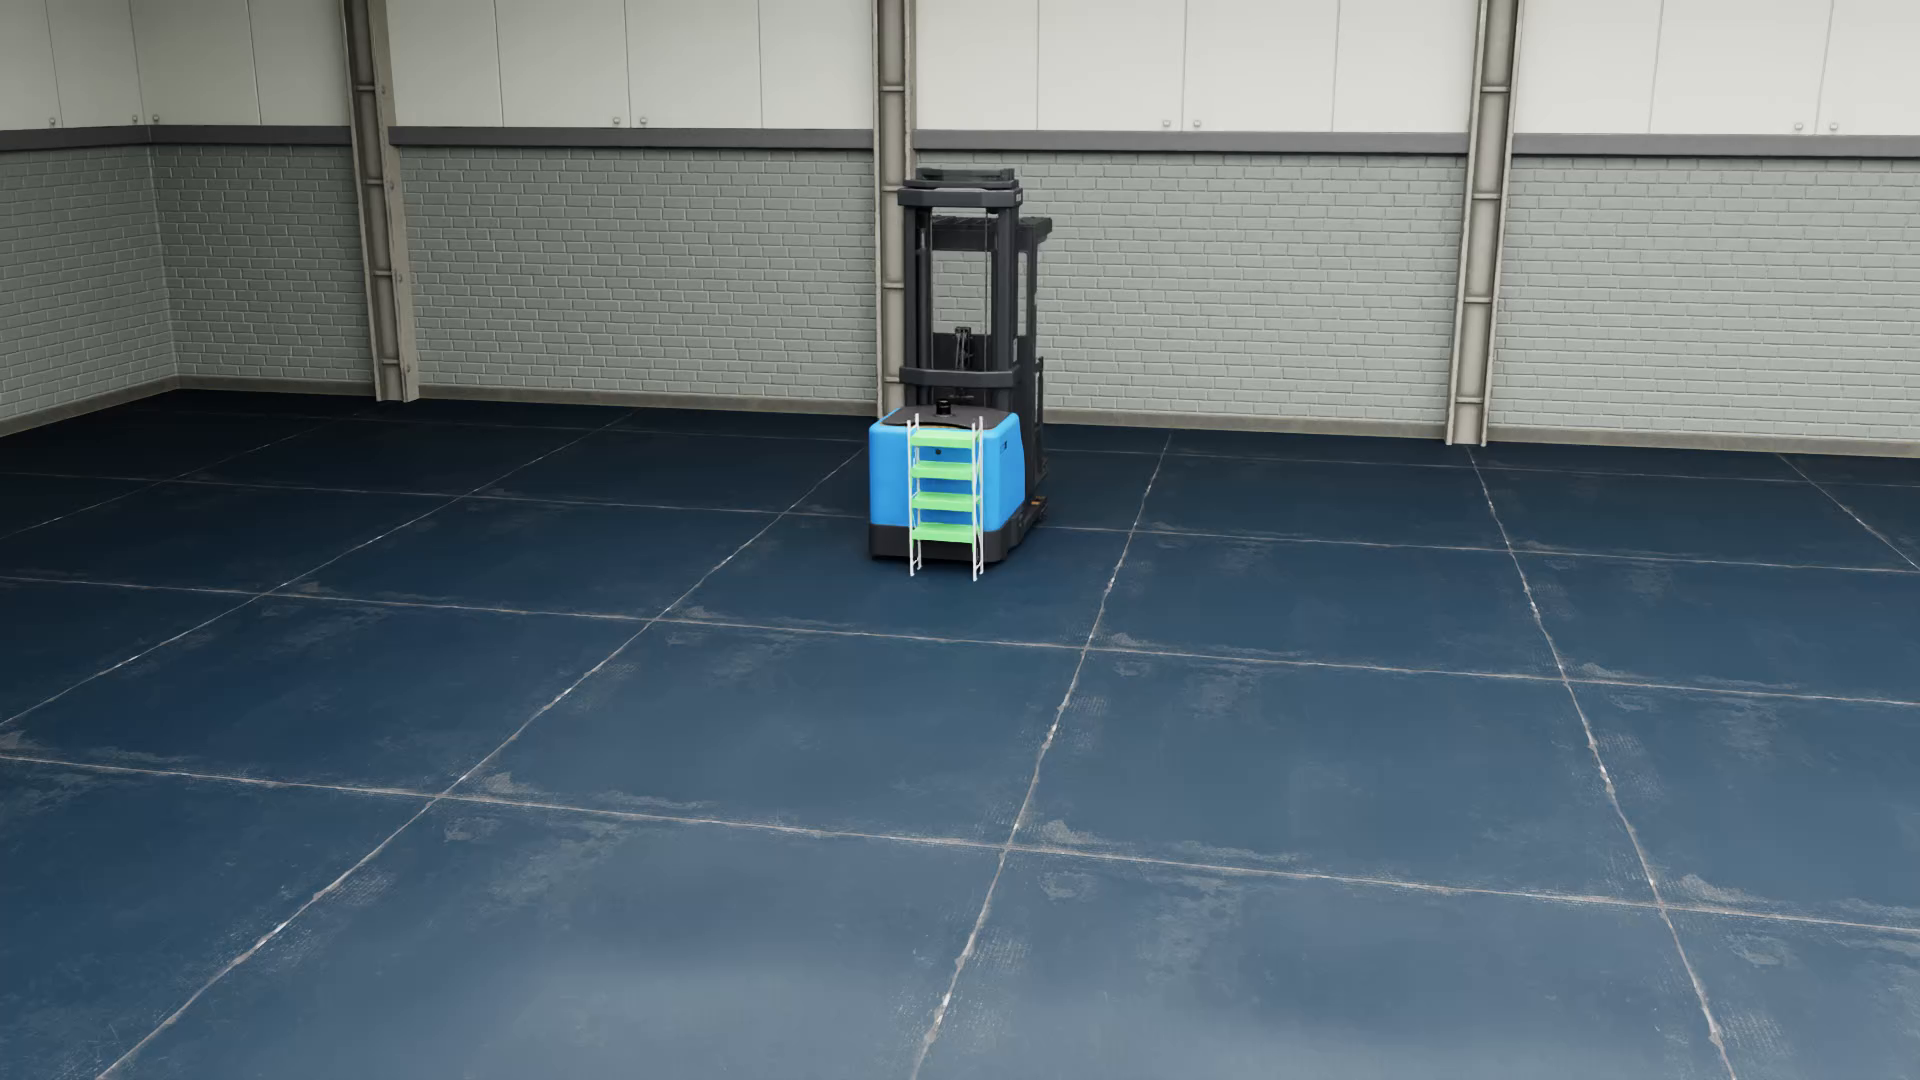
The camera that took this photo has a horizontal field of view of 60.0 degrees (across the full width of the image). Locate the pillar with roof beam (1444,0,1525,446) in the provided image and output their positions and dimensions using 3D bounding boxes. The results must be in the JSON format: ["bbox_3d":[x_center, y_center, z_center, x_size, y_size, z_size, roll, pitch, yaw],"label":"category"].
[{"bbox_3d":[4.341,-4.217,11.858,0.400,9.000,9.100,3,16,11],"label":"pillar with roof beam"}]

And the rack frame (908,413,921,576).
[{"bbox_3d":[-0.341,-0.334,12.431,0.015,1.200,0.240,4,18,14],"label":"rack frame"}]

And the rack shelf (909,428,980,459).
[{"bbox_3d":[-0.108,-0.714,12.247,0.480,0.148,0.258,4,18,14],"label":"rack shelf"}]

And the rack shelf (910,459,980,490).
[{"bbox_3d":[-0.106,-0.485,12.319,0.480,0.148,0.258,4,18,14],"label":"rack shelf"}]

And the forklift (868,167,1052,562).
[{"bbox_3d":[0.136,-1.594,13.758,1.130,2.935,3.031,4,16,13],"label":"forklift"}]

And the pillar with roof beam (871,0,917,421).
[{"bbox_3d":[-1.539,-4.536,13.010,0.400,9.000,9.100,3,16,11],"label":"pillar with roof beam"}]

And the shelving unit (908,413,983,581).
[{"bbox_3d":[-0.104,-0.317,12.372,0.503,1.200,0.258,4,18,14],"label":"shelving unit"}]

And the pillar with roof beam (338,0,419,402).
[{"bbox_3d":[-7.418,-4.855,14.163,0.400,9.000,9.100,3,16,11],"label":"pillar with roof beam"}]

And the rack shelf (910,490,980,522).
[{"bbox_3d":[-0.104,-0.257,12.392,0.480,0.148,0.258,4,18,14],"label":"rack shelf"}]

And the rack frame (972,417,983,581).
[{"bbox_3d":[0.132,-0.301,12.313,0.015,1.200,0.240,4,18,14],"label":"rack frame"}]

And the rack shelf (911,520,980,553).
[{"bbox_3d":[-0.102,-0.028,12.464,0.480,0.148,0.258,4,18,14],"label":"rack shelf"}]
